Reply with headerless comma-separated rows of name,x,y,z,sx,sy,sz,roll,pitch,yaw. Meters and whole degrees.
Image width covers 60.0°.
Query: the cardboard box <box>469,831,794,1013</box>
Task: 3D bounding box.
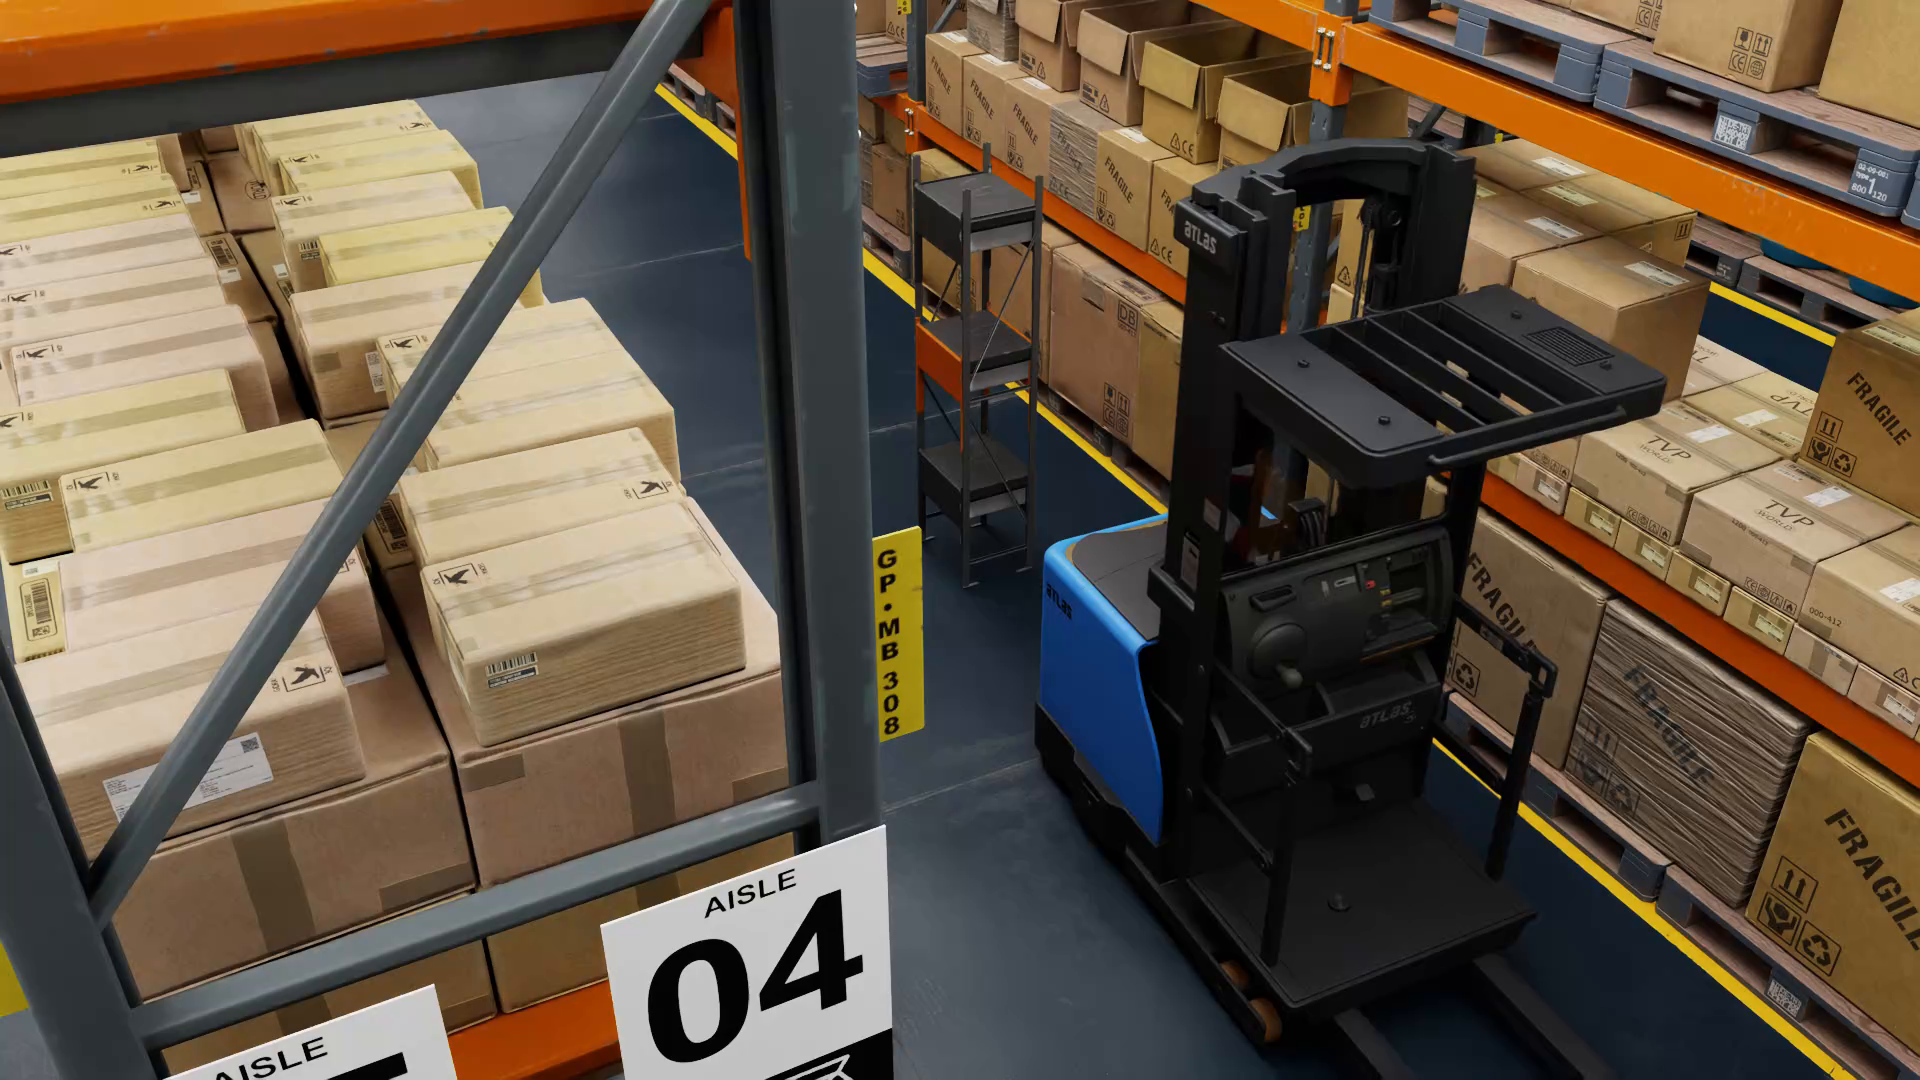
cardboard box,-0.557,0.421,2.670,0.500,0.250,0.500,-15,35,-21

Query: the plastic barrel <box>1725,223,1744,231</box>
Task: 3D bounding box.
plastic barrel,5.625,-2.477,11.753,0.421,0.512,0.421,0,33,0

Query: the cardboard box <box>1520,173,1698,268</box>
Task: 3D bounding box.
cardboard box,2.677,-1.194,7.002,0.500,0.500,0.500,-15,36,-23

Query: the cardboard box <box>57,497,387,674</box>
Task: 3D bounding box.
cardboard box,-1.036,0.100,2.339,0.380,0.149,0.250,-15,36,-22

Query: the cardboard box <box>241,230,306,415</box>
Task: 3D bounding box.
cardboard box,-1.255,-0.520,3.675,0.500,0.250,0.500,-17,36,-25

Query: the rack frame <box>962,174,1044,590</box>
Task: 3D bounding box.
rack frame,0.191,-0.689,7.879,0.400,2.100,0.015,-16,36,-23

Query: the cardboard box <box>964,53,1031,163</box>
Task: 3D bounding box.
cardboard box,0.359,-2.614,9.956,0.500,0.500,0.500,-17,36,-24

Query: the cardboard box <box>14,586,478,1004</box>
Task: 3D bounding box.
cardboard box,-1.014,0.333,2.344,0.500,0.250,0.500,-17,36,-25

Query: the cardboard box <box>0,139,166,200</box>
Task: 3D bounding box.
cardboard box,-1.947,-0.748,3.663,0.380,0.149,0.250,-14,35,-21

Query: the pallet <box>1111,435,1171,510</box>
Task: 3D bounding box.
pallet,1.570,-0.384,9.153,1.003,0.211,1.213,-16,36,-23

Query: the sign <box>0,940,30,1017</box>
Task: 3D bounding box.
sign,-1.074,0.394,1.753,0.100,0.325,0.005,-16,36,-23

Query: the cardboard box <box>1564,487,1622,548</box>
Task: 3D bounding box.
cardboard box,2.568,-0.135,6.412,0.380,0.149,0.250,-17,36,-24

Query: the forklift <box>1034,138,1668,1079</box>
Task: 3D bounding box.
forklift,1.407,0.295,5.573,1.130,2.935,3.031,-14,35,-21

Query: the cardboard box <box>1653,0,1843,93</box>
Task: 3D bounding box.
cardboard box,2.779,-1.831,5.473,0.700,0.500,0.500,-14,35,-21

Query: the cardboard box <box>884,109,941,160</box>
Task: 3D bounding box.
cardboard box,-0.208,-2.878,11.676,0.500,0.250,0.500,-14,35,-21

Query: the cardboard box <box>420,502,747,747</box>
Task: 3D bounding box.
cardboard box,-0.524,0.109,2.324,0.380,0.149,0.250,-16,36,-24

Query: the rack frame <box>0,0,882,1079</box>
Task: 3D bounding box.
rack frame,-0.574,-0.626,1.386,1.000,3.000,0.127,-16,36,-23

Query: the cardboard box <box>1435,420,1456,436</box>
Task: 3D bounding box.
cardboard box,2.210,-0.502,6.986,0.380,0.149,0.250,-17,36,-24

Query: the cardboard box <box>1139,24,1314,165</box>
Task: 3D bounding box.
cardboard box,1.381,-2.306,8.547,0.797,0.503,0.637,-15,36,-23

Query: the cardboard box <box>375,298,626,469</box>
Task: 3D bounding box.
cardboard box,-0.801,-0.281,2.933,0.380,0.149,0.250,-15,36,-22

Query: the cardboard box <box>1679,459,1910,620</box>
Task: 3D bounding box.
cardboard box,2.927,-0.011,5.850,0.500,0.250,0.500,-17,36,-25

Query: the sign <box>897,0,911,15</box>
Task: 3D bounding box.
sign,-0.345,-3.431,10.324,0.100,0.325,0.005,-16,36,-23

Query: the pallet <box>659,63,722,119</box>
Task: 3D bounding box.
pallet,-2.078,-4.164,15.054,1.003,0.211,1.213,-16,36,-23

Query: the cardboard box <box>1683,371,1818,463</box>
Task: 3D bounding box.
cardboard box,3.149,-0.394,6.447,0.500,0.250,0.500,-17,36,-24

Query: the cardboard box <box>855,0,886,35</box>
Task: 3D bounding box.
cardboard box,-0.505,-3.825,11.458,0.700,0.500,0.500,-11,34,-16

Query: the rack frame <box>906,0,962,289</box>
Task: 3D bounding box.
rack frame,0.131,-3.118,10.835,1.000,3.000,0.127,-16,36,-23

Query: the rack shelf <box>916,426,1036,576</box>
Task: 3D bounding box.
rack shelf,0.077,-0.204,8.445,0.431,0.518,0.480,-16,36,-23

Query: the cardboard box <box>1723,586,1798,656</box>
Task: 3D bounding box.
cardboard box,2.926,0.232,5.840,0.380,0.149,0.250,-17,36,-24

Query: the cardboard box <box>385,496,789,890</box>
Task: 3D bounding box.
cardboard box,-0.553,0.210,2.537,0.500,0.250,0.500,-15,36,-22

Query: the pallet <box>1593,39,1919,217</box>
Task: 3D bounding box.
pallet,2.933,-1.460,5.550,1.003,0.211,1.213,-16,36,-23

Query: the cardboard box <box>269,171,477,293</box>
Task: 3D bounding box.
cardboard box,-1.222,-0.639,3.492,0.380,0.149,0.250,-15,35,-22

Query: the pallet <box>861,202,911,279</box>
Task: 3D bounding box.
pallet,-0.232,-2.317,12.170,1.003,0.211,1.213,-16,36,-23

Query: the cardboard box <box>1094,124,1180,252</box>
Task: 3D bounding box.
cardboard box,1.062,-1.891,8.828,0.500,0.500,0.500,-16,36,-24

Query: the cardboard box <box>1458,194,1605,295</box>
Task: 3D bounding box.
cardboard box,2.216,-1.057,6.787,0.500,0.500,0.500,-16,36,-23

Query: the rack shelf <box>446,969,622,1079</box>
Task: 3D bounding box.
rack shelf,-1.507,-0.015,3.879,1.077,0.370,4.000,-16,36,-23

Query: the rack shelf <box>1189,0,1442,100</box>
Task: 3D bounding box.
rack shelf,1.063,-3.123,8.731,1.077,0.370,4.000,-16,36,-23

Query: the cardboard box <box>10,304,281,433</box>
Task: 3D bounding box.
cardboard box,-1.421,-0.263,2.905,0.380,0.149,0.250,-17,36,-24

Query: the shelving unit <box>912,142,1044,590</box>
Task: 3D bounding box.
shelving unit,0.077,-0.805,8.060,0.431,2.100,0.503,-16,36,-23

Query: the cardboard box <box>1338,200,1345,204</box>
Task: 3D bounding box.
cardboard box,2.003,-1.533,8.270,0.500,0.500,0.500,-16,36,-23

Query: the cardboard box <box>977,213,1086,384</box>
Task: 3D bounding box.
cardboard box,0.843,-1.638,10.106,1.225,0.875,0.875,-16,36,-23

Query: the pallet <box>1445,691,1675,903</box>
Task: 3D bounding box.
pallet,2.854,0.931,7.101,1.003,0.211,1.213,-16,36,-23

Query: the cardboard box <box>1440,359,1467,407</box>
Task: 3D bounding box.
cardboard box,2.211,-0.742,6.991,0.500,0.250,0.500,-16,36,-23

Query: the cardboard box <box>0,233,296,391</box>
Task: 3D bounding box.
cardboard box,-1.715,-0.399,3.488,0.500,0.250,0.500,-18,37,-25

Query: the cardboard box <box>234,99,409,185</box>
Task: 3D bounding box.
cardboard box,-1.558,-1.012,4.074,0.380,0.149,0.250,-17,37,-25

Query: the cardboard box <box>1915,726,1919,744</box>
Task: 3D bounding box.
cardboard box,3.281,0.595,5.273,0.380,0.149,0.250,-15,36,-23

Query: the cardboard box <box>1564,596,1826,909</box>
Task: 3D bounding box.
cardboard box,3.067,0.699,6.459,0.875,0.875,0.875,-16,36,-23

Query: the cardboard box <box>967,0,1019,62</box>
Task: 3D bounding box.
cardboard box,0.457,-3.229,9.987,0.797,0.503,0.637,-15,35,-22

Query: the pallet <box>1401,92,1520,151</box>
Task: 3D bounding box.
pallet,4.186,-3.569,14.124,1.003,0.211,1.213,-16,36,-23
